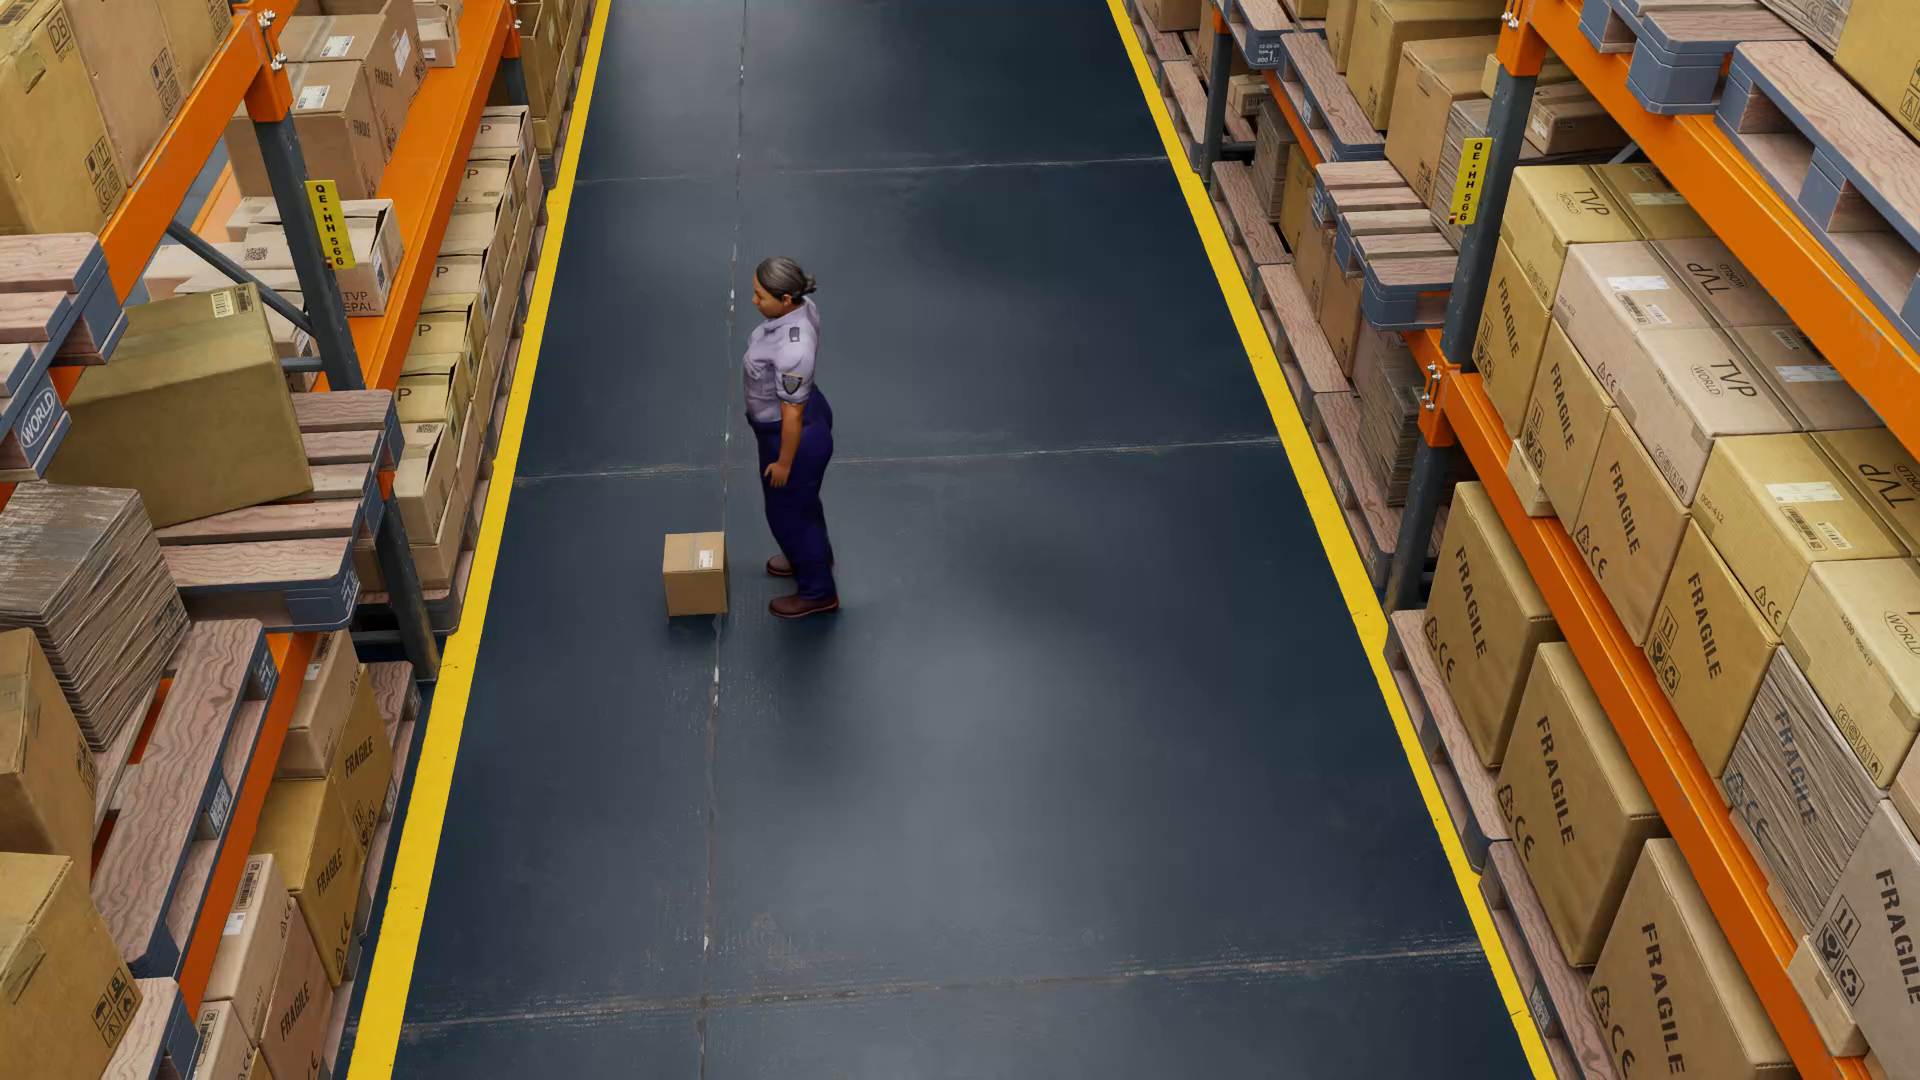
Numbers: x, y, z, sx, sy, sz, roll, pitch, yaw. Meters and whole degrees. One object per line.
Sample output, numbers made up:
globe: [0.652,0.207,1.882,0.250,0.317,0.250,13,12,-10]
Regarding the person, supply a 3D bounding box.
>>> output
person: [-0.680,-0.410,6.676,0.342,1.646,0.470,-3,39,-3]
